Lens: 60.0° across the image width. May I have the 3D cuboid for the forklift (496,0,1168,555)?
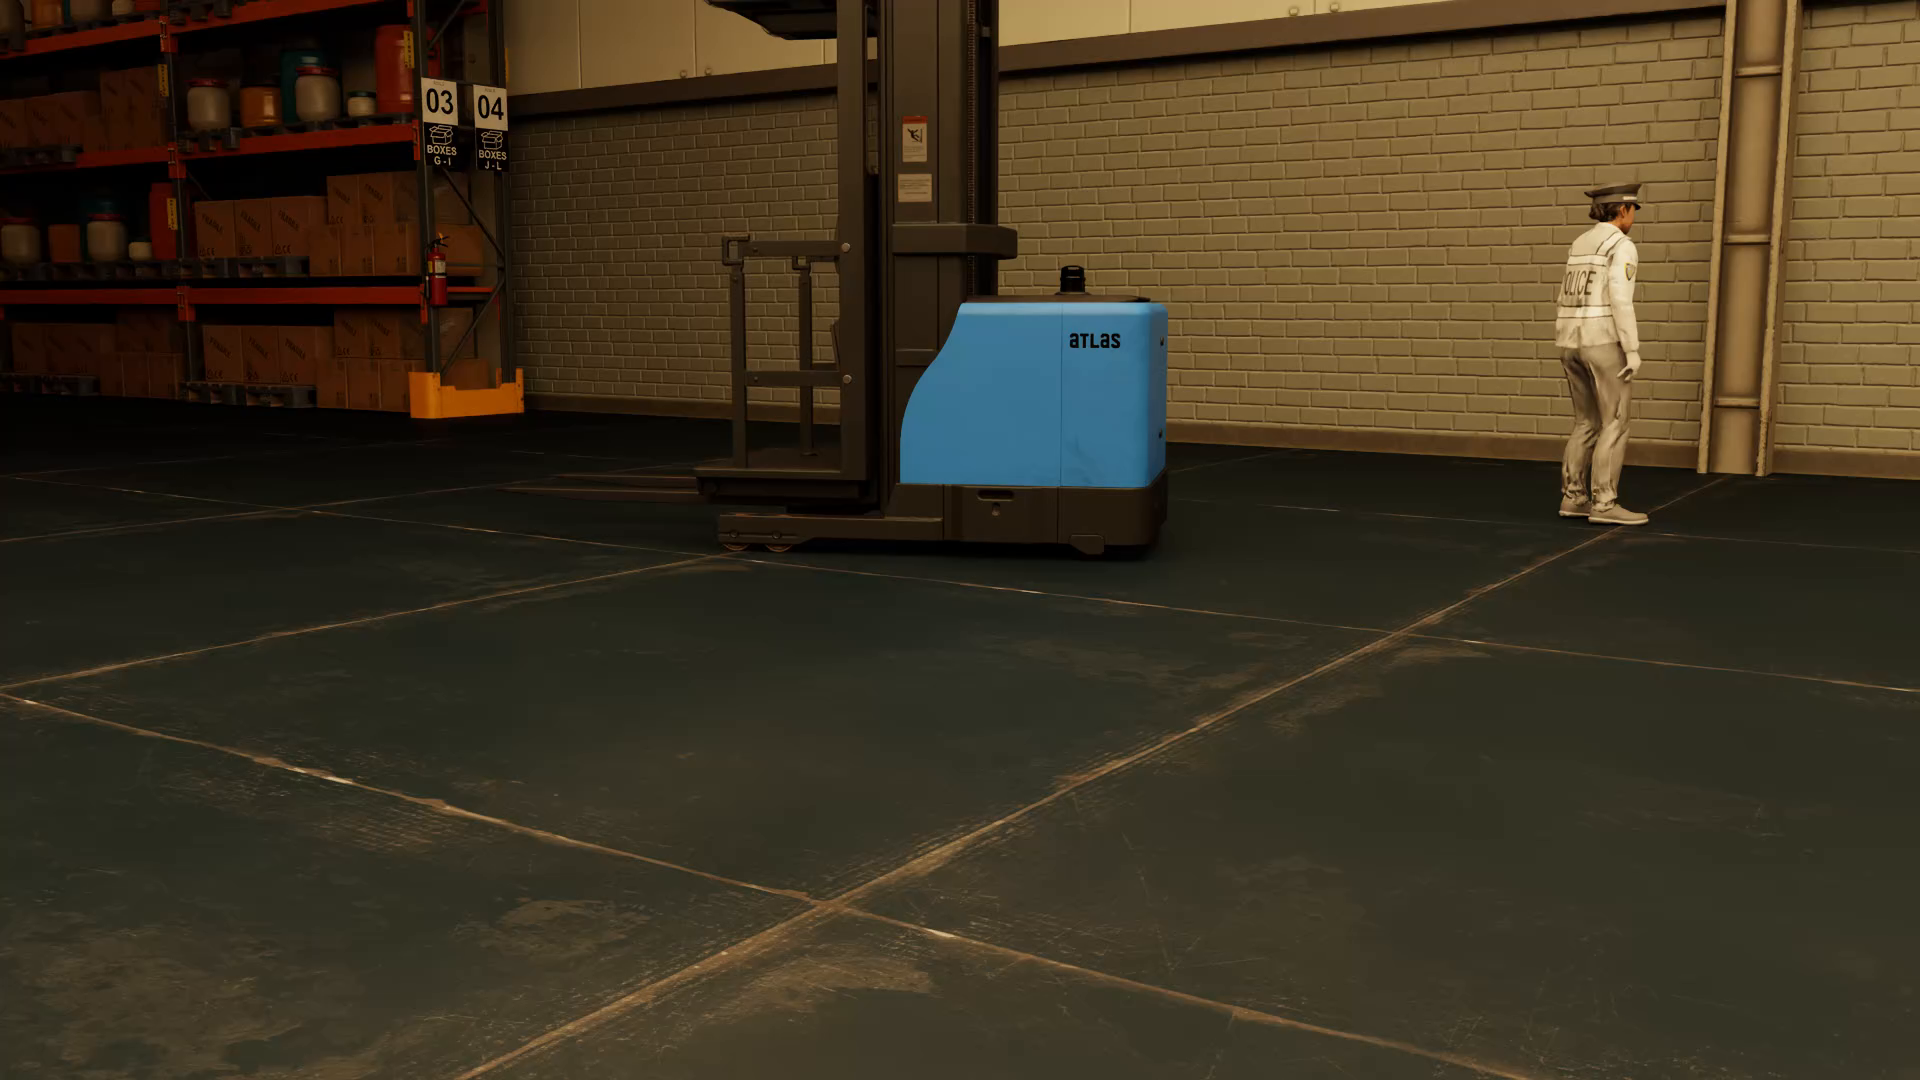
[{"bbox_3d":[-0.596,-1.469,7.520,3.031,2.935,1.130,2,8,12],"label":"forklift"}]

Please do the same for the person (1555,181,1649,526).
[{"bbox_3d":[3.152,-0.922,8.195,0.374,1.661,0.535,-2,8,-14],"label":"person"}]
